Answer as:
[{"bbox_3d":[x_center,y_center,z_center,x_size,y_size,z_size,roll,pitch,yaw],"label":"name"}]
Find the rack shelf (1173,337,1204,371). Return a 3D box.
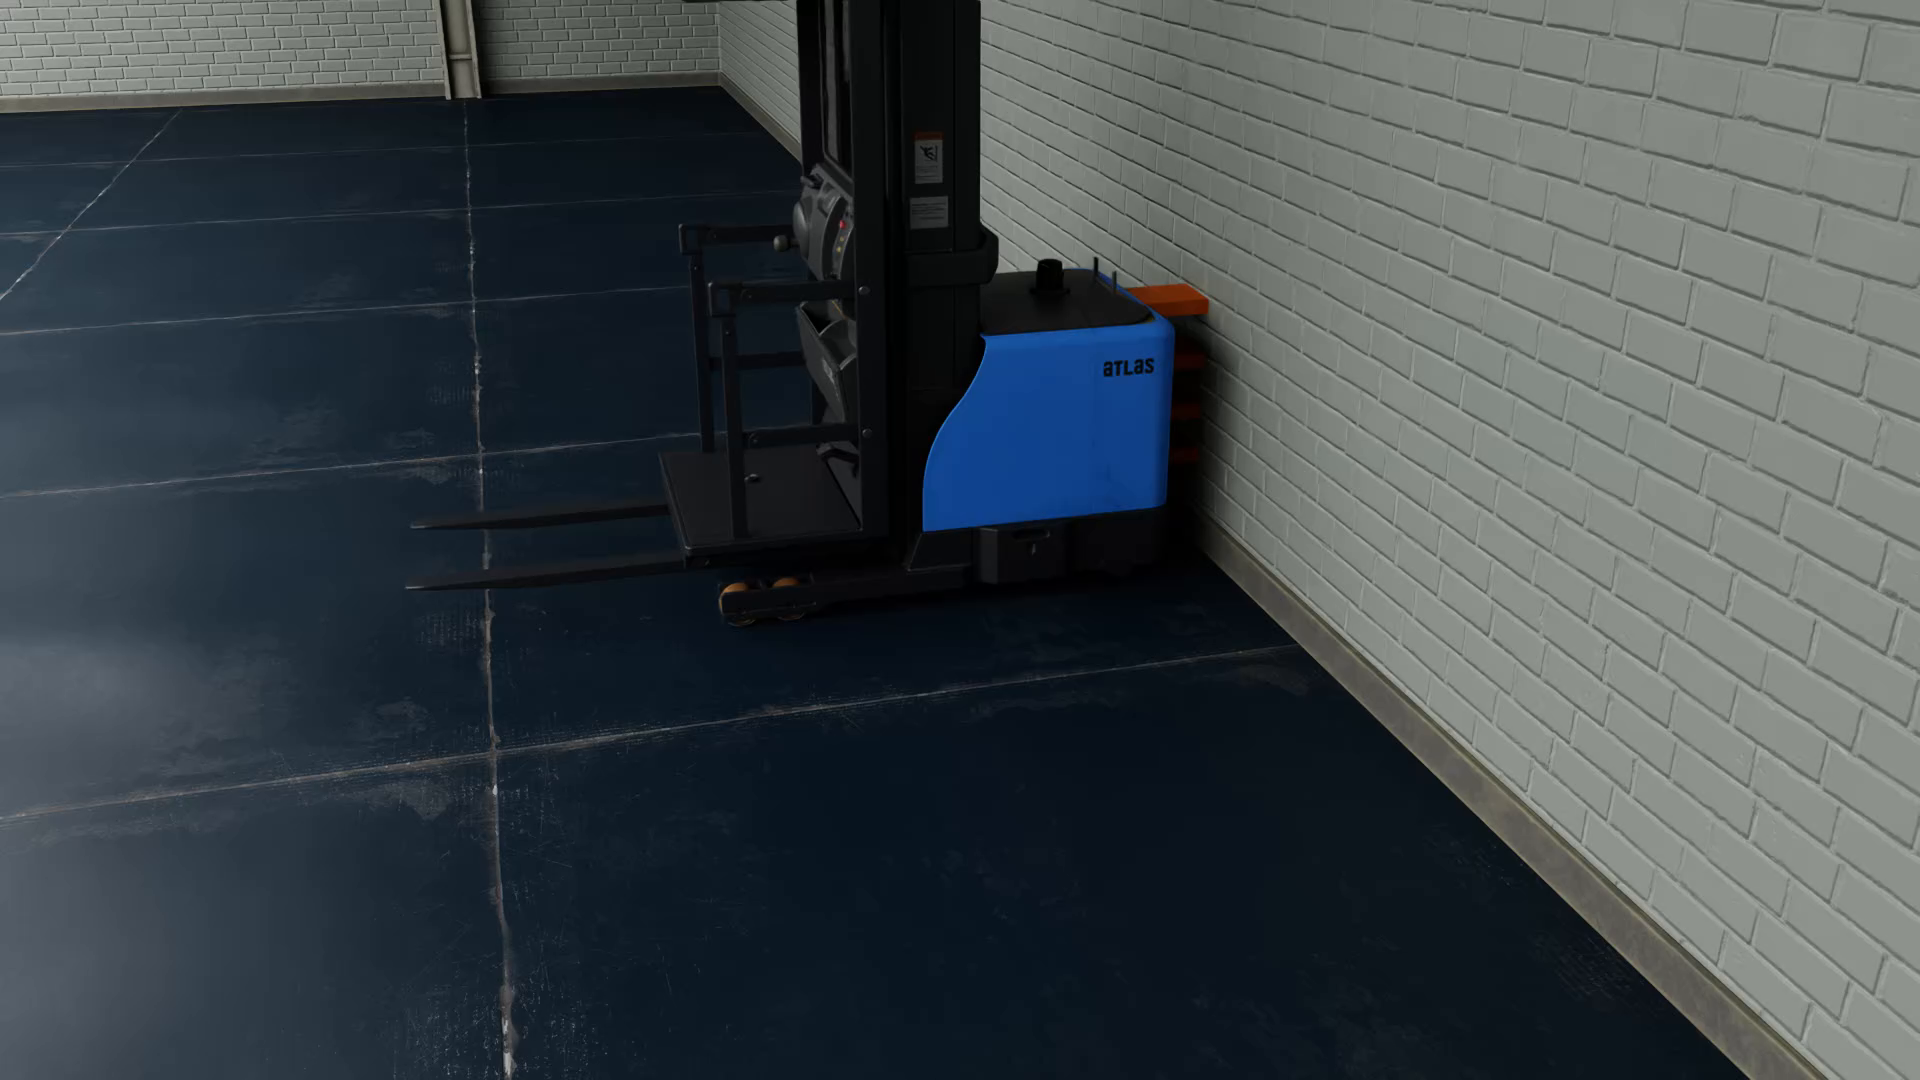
[{"bbox_3d":[0.829,-0.753,7.060,0.480,0.148,0.258,-7,25,-14],"label":"rack shelf"}]

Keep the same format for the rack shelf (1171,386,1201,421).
[{"bbox_3d":[0.828,-0.549,7.153,0.480,0.148,0.258,-7,25,-14],"label":"rack shelf"}]

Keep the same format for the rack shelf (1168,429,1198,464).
[{"bbox_3d":[0.828,-0.368,7.235,0.480,0.148,0.258,-7,25,-14],"label":"rack shelf"}]

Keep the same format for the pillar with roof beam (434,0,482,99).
[{"bbox_3d":[-4.544,-7.602,13.556,0.400,9.000,9.100,-6,24,-14],"label":"pillar with roof beam"}]

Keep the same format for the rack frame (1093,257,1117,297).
[{"bbox_3d":[0.593,-0.583,7.065,0.015,1.200,0.240,-7,25,-14],"label":"rack frame"}]

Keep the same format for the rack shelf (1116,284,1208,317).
[{"bbox_3d":[0.829,-0.968,6.963,0.480,0.148,0.258,-7,25,-14],"label":"rack shelf"}]

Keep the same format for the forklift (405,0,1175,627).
[{"bbox_3d":[-0.712,-1.241,6.425,3.031,2.935,1.130,-6,24,-14],"label":"forklift"}]

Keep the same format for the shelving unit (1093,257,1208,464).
[{"bbox_3d":[0.828,-0.610,7.125,0.503,1.200,0.258,-7,25,-14],"label":"shelving unit"}]
